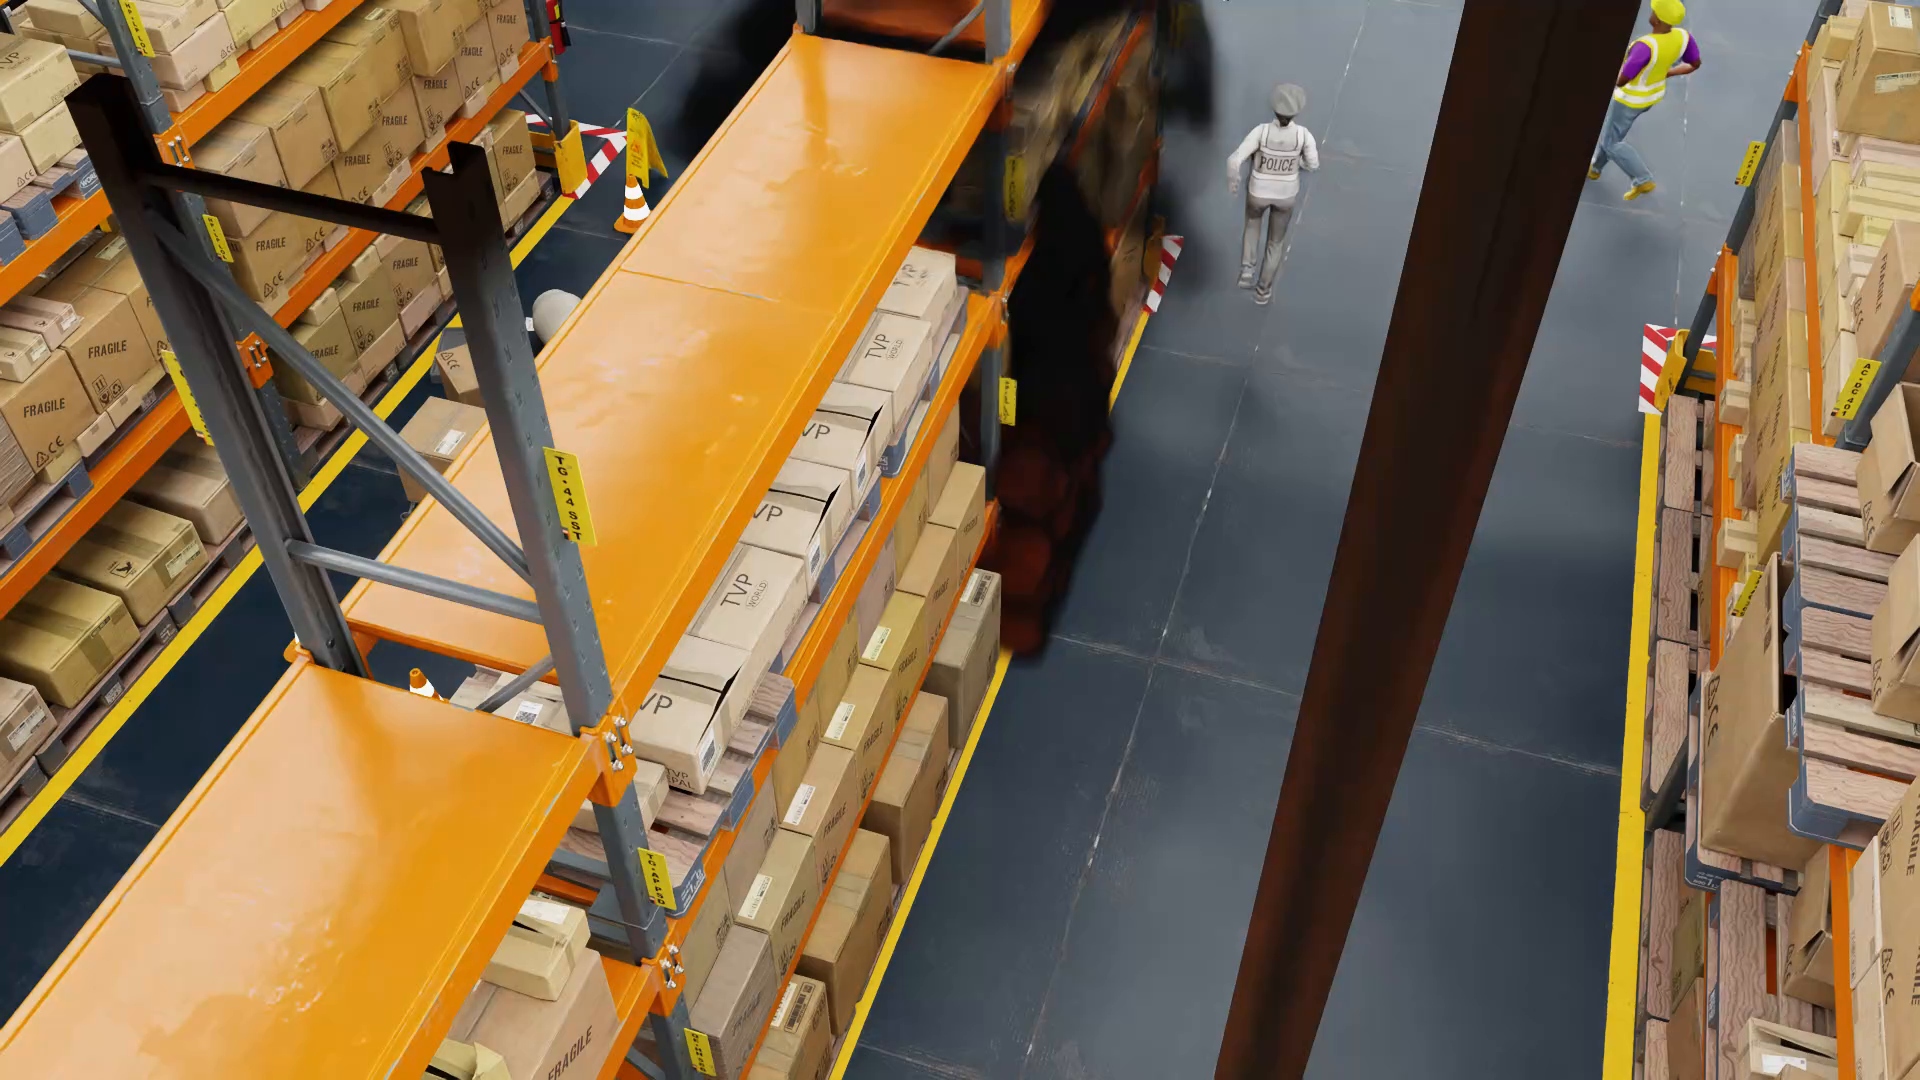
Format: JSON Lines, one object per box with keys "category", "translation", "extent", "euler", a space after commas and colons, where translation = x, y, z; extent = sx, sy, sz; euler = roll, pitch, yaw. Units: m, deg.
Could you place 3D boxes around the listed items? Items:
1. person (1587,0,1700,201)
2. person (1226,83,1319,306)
{"category": "person", "translation": [5.463, -3.562, 13.391], "extent": [0.714, 1.746, 0.914], "euler": [-25, 51, -22]}
{"category": "person", "translation": [2.231, -2.523, 12.047], "extent": [0.647, 1.731, 0.627], "euler": [8, 46, 7]}
